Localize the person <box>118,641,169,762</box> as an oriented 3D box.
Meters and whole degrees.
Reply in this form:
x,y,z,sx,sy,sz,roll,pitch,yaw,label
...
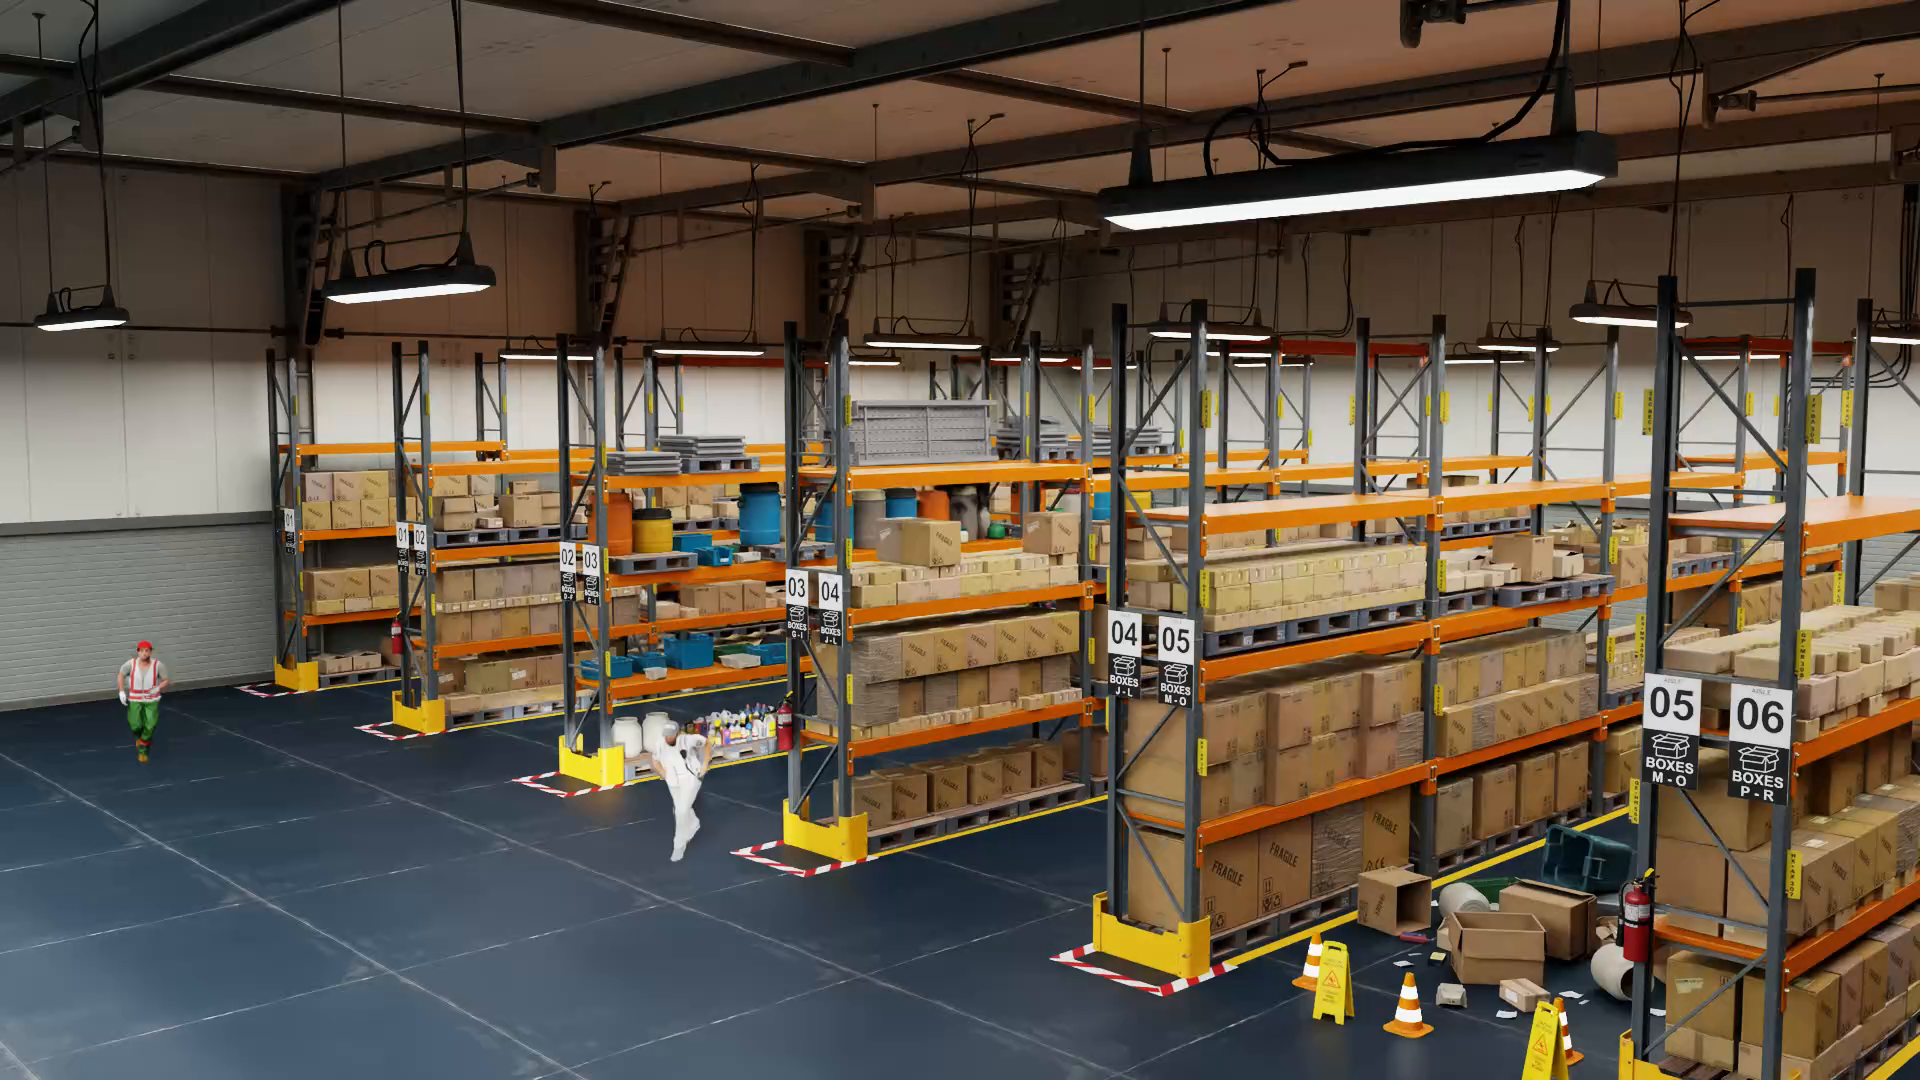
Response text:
x,y,z,sx,sy,sz,roll,pitch,yaw,label
-11.502,2.276,23.439,0.660,1.732,0.637,-2,5,-23,person

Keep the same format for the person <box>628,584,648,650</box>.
x,y,z,sx,sy,sz,roll,pitch,yaw,label
-6.146,1.551,31.871,0.665,1.746,0.603,4,6,40,person

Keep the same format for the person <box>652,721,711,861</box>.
x,y,z,sx,sy,sz,roll,pitch,yaw,label
-3.135,2.784,18.824,0.615,1.621,1.024,1,5,11,person
